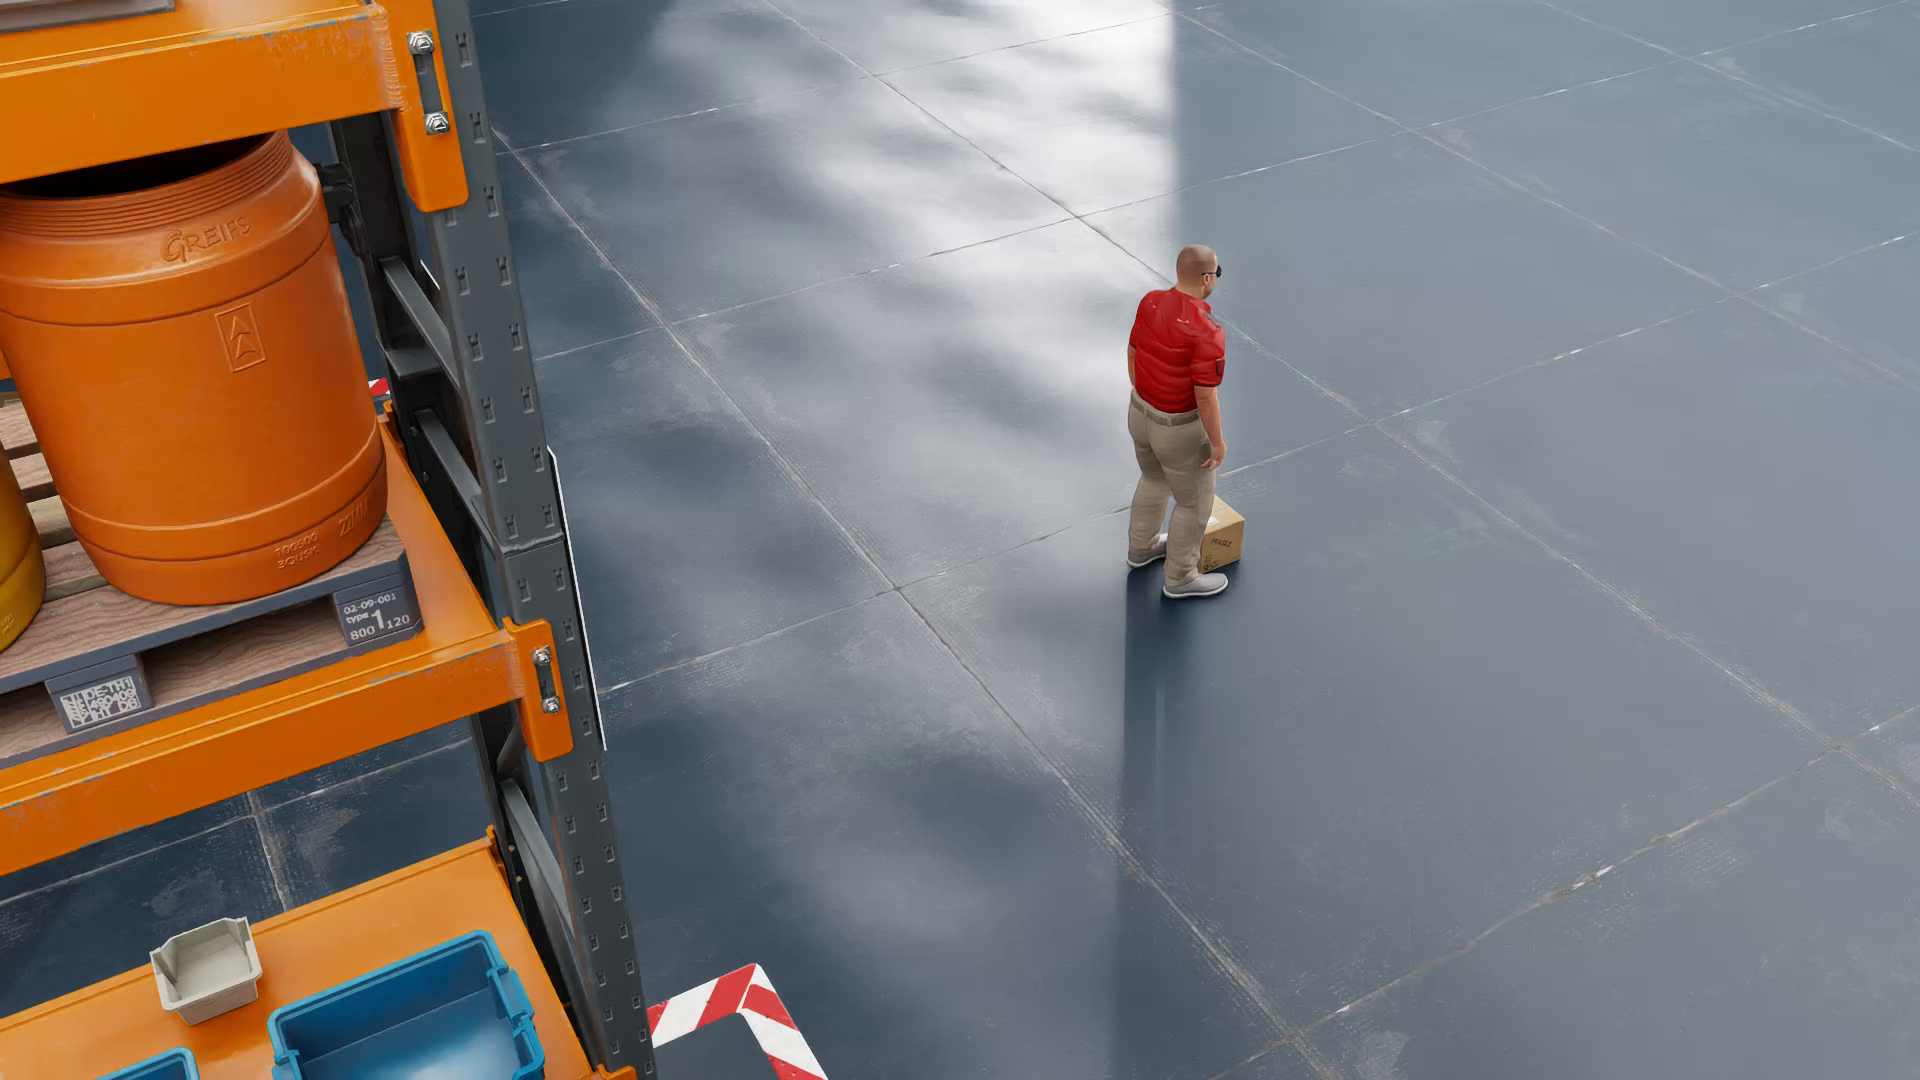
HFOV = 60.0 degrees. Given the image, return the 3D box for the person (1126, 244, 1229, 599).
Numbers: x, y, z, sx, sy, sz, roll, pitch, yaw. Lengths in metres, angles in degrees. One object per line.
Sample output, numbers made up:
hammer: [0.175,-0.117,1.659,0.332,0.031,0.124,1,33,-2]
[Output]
person: [1.003,-0.549,7.678,0.385,1.728,0.605,-21,41,-26]
